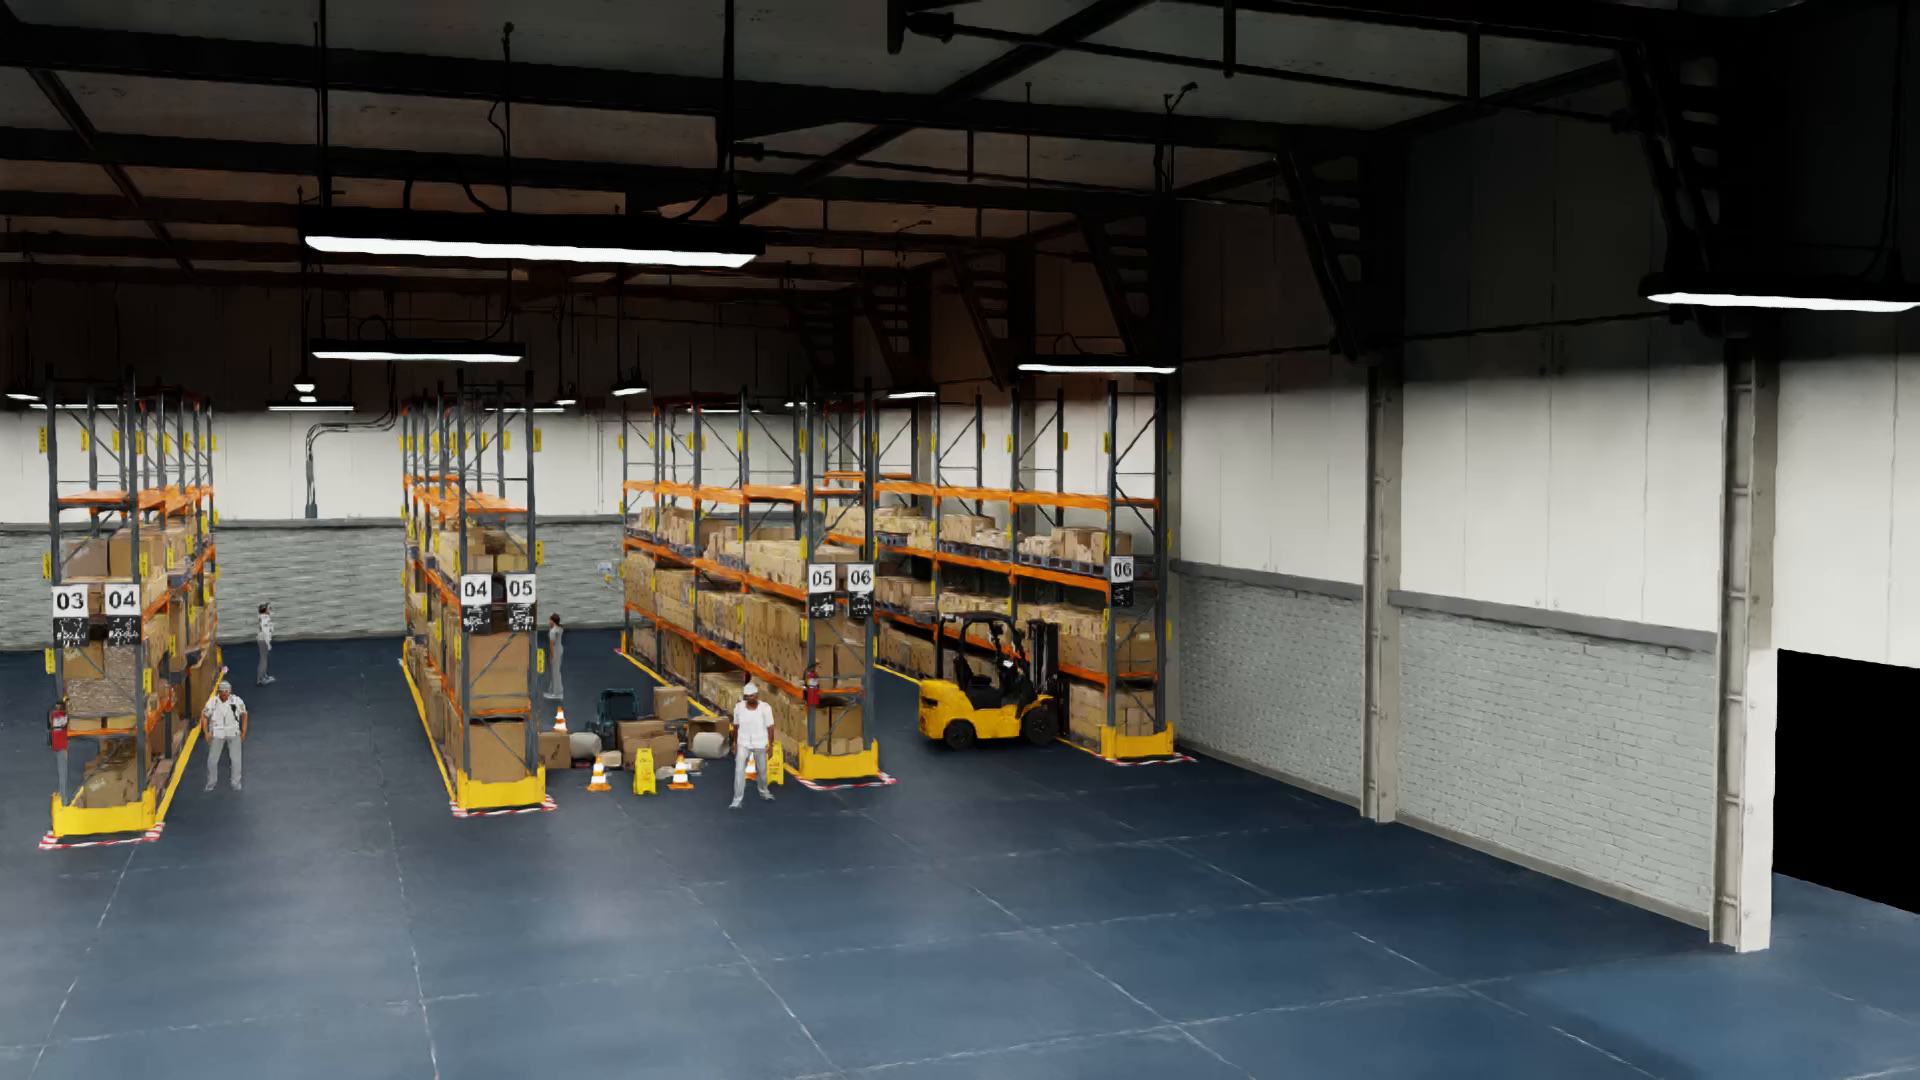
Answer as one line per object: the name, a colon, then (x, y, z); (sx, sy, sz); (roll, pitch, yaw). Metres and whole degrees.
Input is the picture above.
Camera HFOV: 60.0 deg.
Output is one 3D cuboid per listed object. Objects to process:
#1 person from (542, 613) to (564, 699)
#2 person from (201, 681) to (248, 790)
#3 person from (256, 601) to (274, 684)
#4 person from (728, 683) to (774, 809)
person: (-7.952, 2.254, 32.477); (0.482, 1.674, 0.486); (0, 3, 8)
person: (-10.564, 2.808, 23.895); (0.625, 1.611, 0.582); (-1, 4, -24)
person: (-14.470, 2.121, 34.623); (0.365, 1.686, 0.602); (-2, 4, -29)
person: (-2.863, 2.810, 22.862); (0.622, 1.721, 0.959); (0, 3, 3)
